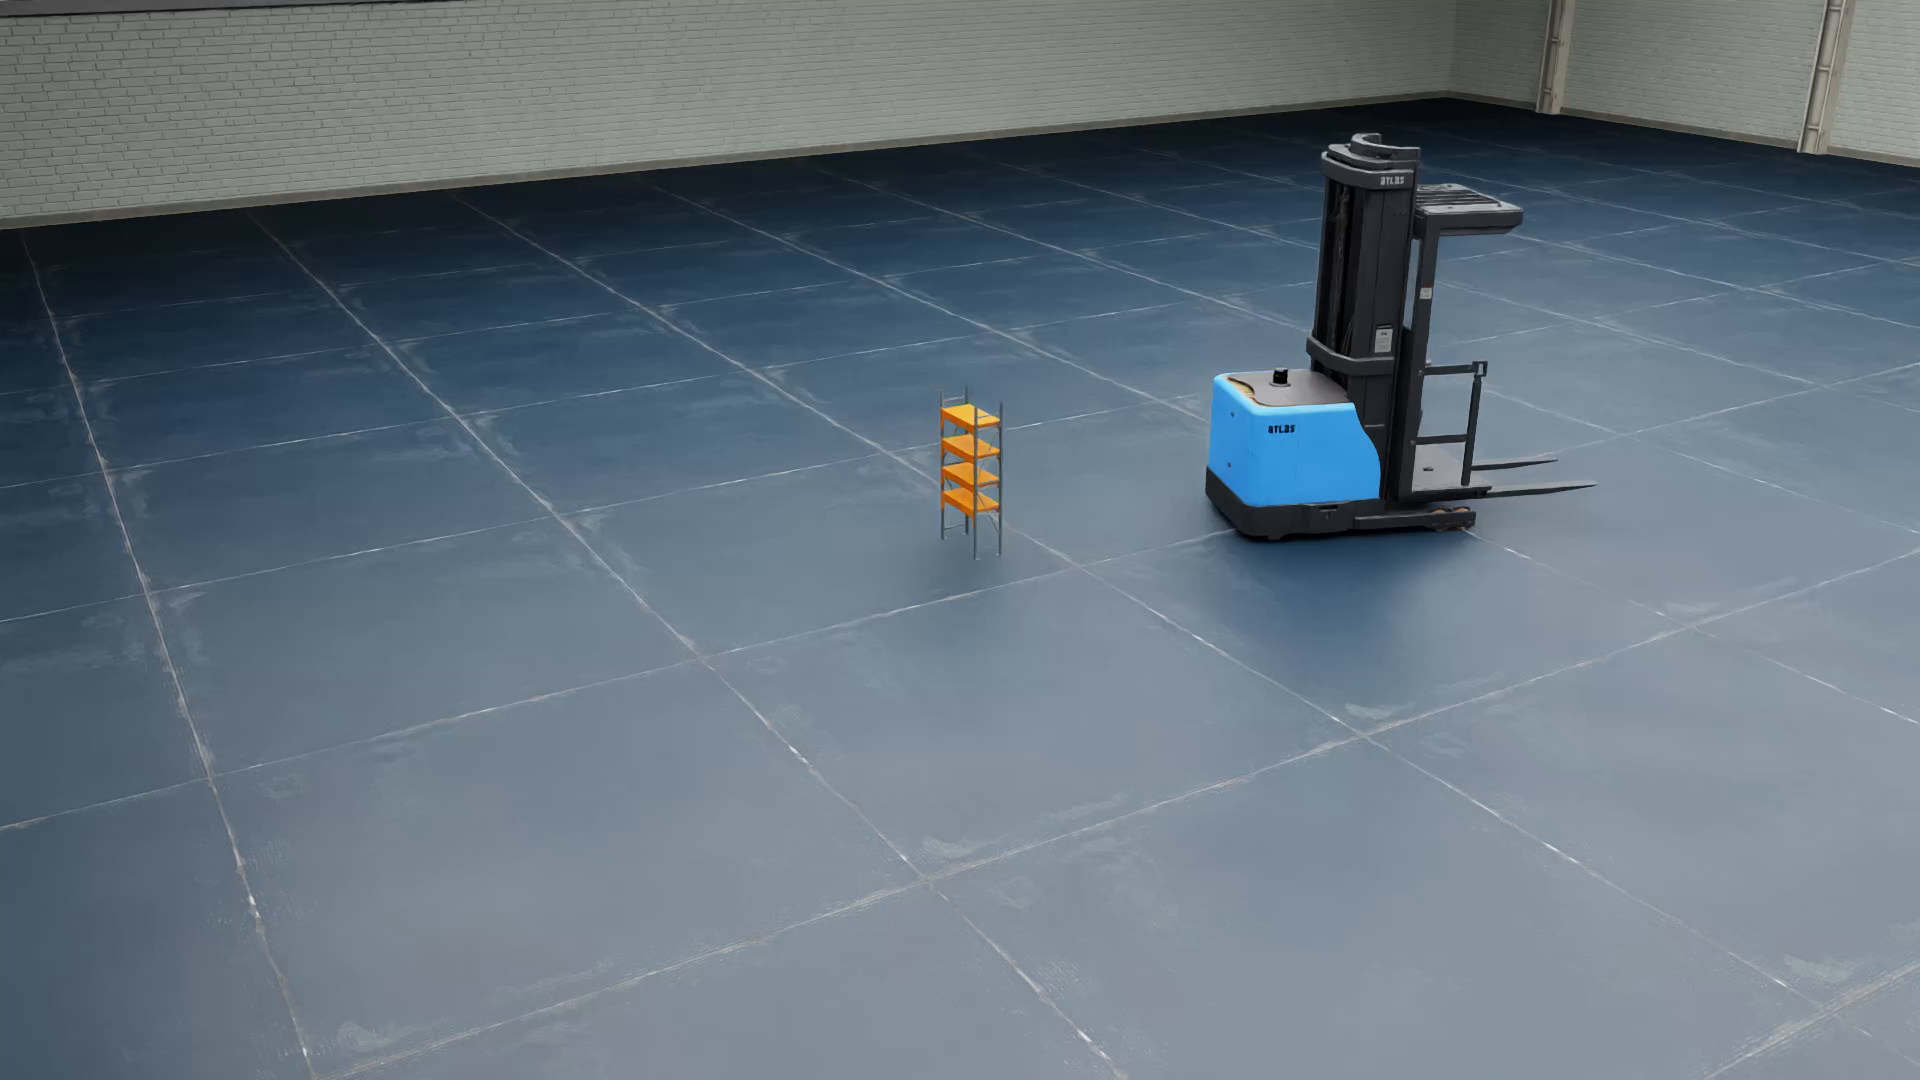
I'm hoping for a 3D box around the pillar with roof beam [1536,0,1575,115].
[{"bbox_3d":[8.591,-12.264,31.034,9.100,9.000,0.400,-13,25,-28],"label":"pillar with roof beam"}]

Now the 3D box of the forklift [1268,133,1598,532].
[{"bbox_3d":[3.567,-1.613,12.888,3.031,2.935,1.121,-4,22,-10],"label":"forklift"}]

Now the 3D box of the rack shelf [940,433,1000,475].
[{"bbox_3d":[0.085,-0.647,12.395,0.258,0.148,0.480,-13,25,-28],"label":"rack shelf"}]

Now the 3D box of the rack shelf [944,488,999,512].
[{"bbox_3d":[0.085,-0.305,12.534,0.221,0.021,0.457,-13,25,-28],"label":"rack shelf"}]

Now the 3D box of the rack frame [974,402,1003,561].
[{"bbox_3d":[0.209,-0.423,12.259,0.240,1.200,0.015,-13,25,-28],"label":"rack frame"}]

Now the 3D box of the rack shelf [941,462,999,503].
[{"bbox_3d":[0.085,-0.440,12.479,0.258,0.148,0.480,-13,25,-28],"label":"rack shelf"}]

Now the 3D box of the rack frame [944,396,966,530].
[{"bbox_3d":[-0.041,-0.581,12.648,0.228,1.046,0.006,-13,25,-28],"label":"rack frame"}]

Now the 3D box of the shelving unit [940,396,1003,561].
[{"bbox_3d":[0.086,-0.502,12.452,0.258,1.200,0.499,-13,25,-28],"label":"shelving unit"}]

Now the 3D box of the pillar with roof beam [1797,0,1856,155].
[{"bbox_3d":[11.656,-10.322,26.255,9.100,9.000,0.400,-13,25,-28],"label":"pillar with roof beam"}]

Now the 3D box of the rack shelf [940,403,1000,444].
[{"bbox_3d":[0.085,-0.866,12.306,0.258,0.148,0.480,-13,25,-28],"label":"rack shelf"}]
